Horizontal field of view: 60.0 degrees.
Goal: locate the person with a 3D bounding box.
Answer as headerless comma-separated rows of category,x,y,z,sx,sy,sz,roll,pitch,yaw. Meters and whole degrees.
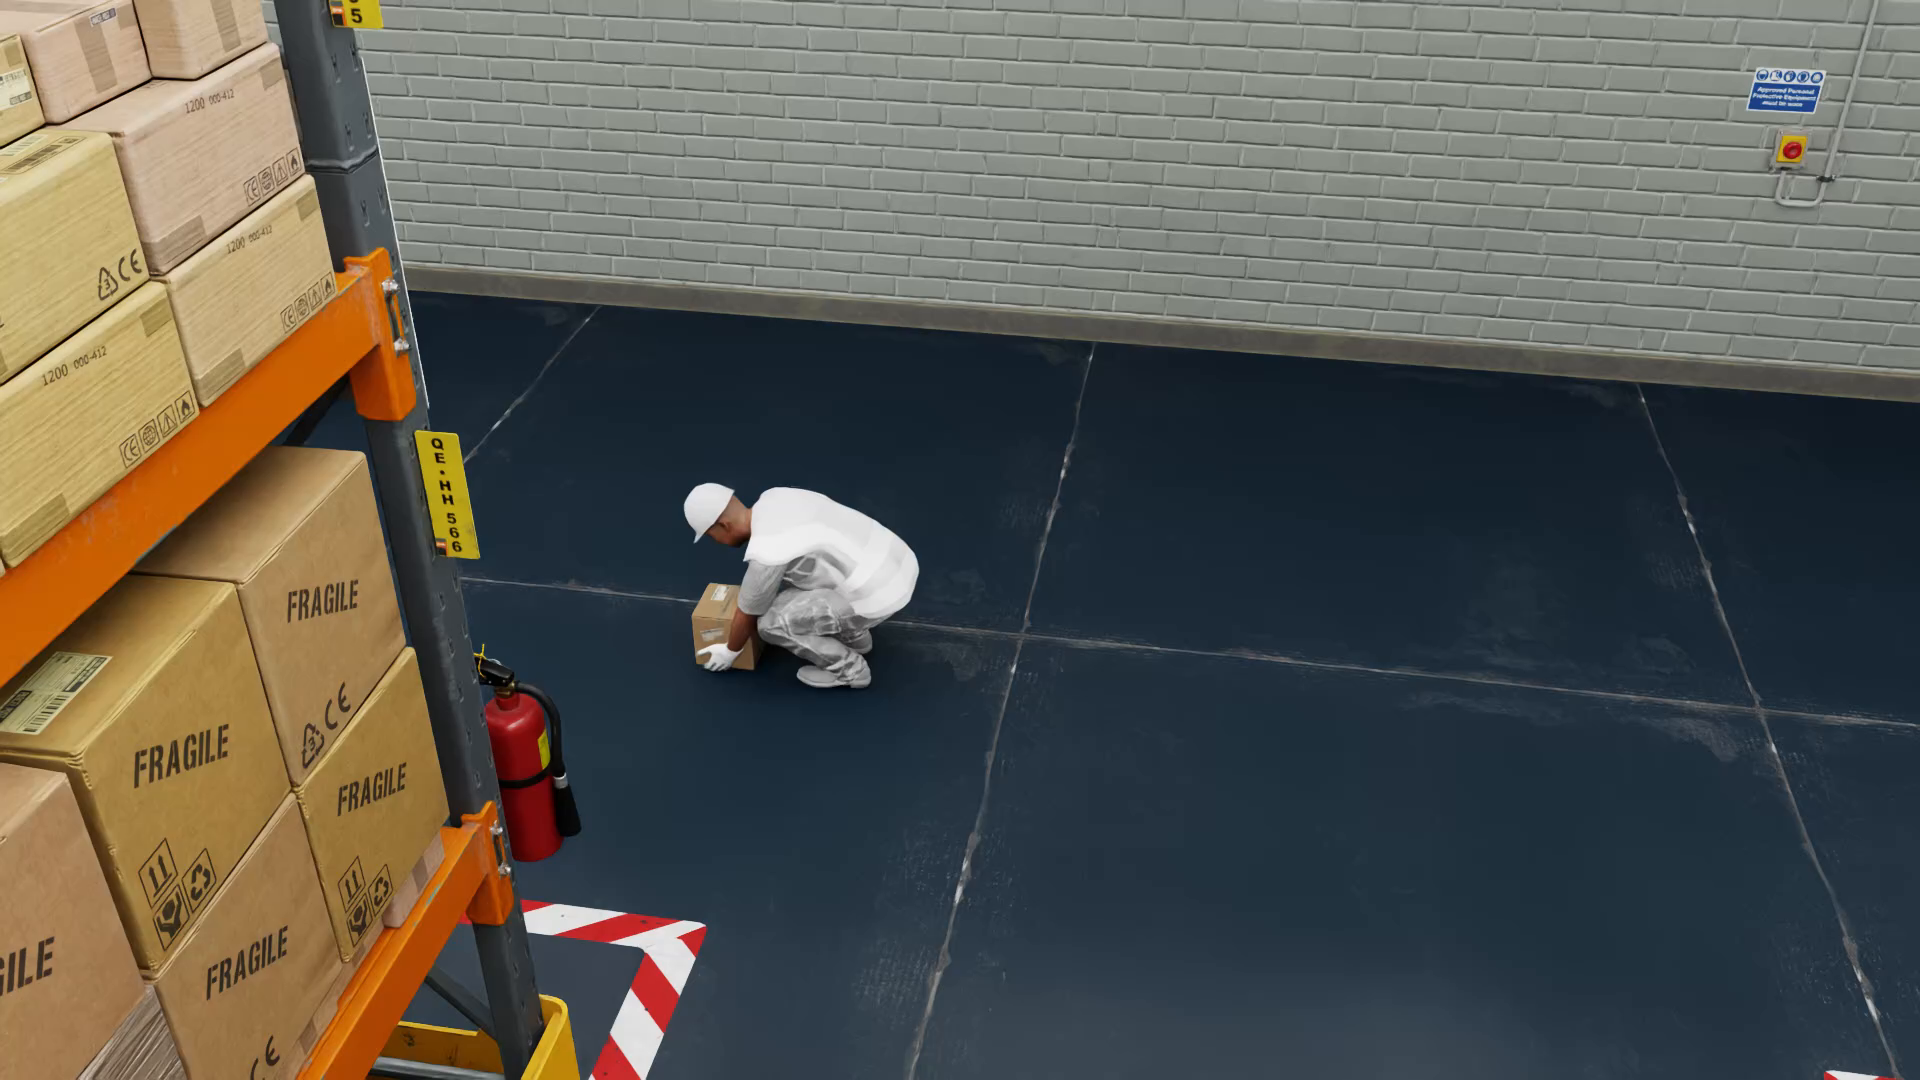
person,-0.637,0.173,6.759,0.913,0.884,0.569,5,32,8
